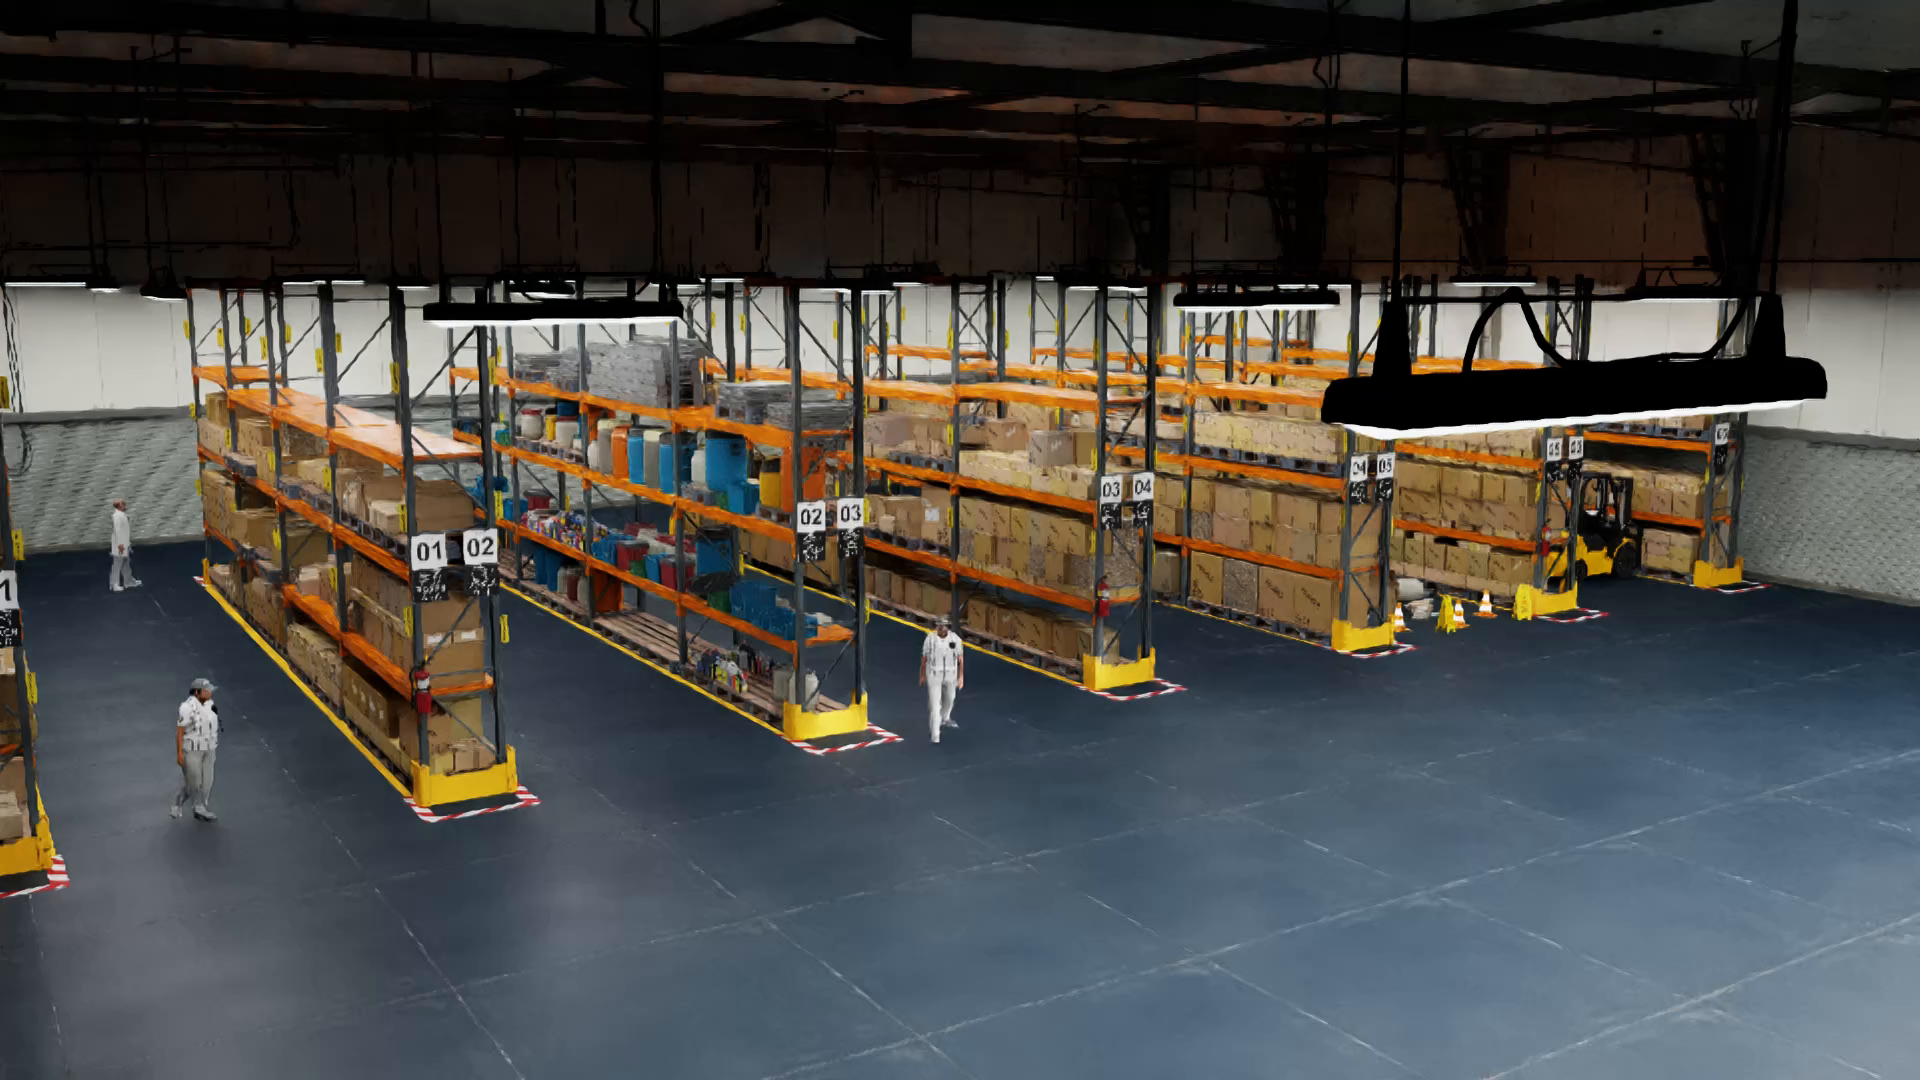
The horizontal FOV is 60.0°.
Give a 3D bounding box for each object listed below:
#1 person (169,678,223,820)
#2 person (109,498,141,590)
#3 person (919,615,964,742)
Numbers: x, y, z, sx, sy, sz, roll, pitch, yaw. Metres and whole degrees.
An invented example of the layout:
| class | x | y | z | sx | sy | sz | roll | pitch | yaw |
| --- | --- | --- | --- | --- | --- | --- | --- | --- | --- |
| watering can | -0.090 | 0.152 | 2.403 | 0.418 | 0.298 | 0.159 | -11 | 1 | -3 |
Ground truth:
| class | x | y | z | sx | sy | sz | roll | pitch | yaw |
| --- | --- | --- | --- | --- | --- | --- | --- | --- | --- |
| person | -8.709 | 2.381 | 18.916 | 0.572 | 1.657 | 0.560 | 4 | 10 | 20 |
| person | -16.257 | 0.066 | 32.226 | 0.544 | 1.776 | 0.677 | -4 | 10 | -22 |
| person | -0.242 | 1.797 | 22.228 | 0.579 | 1.692 | 0.974 | -2 | 10 | -12 |
